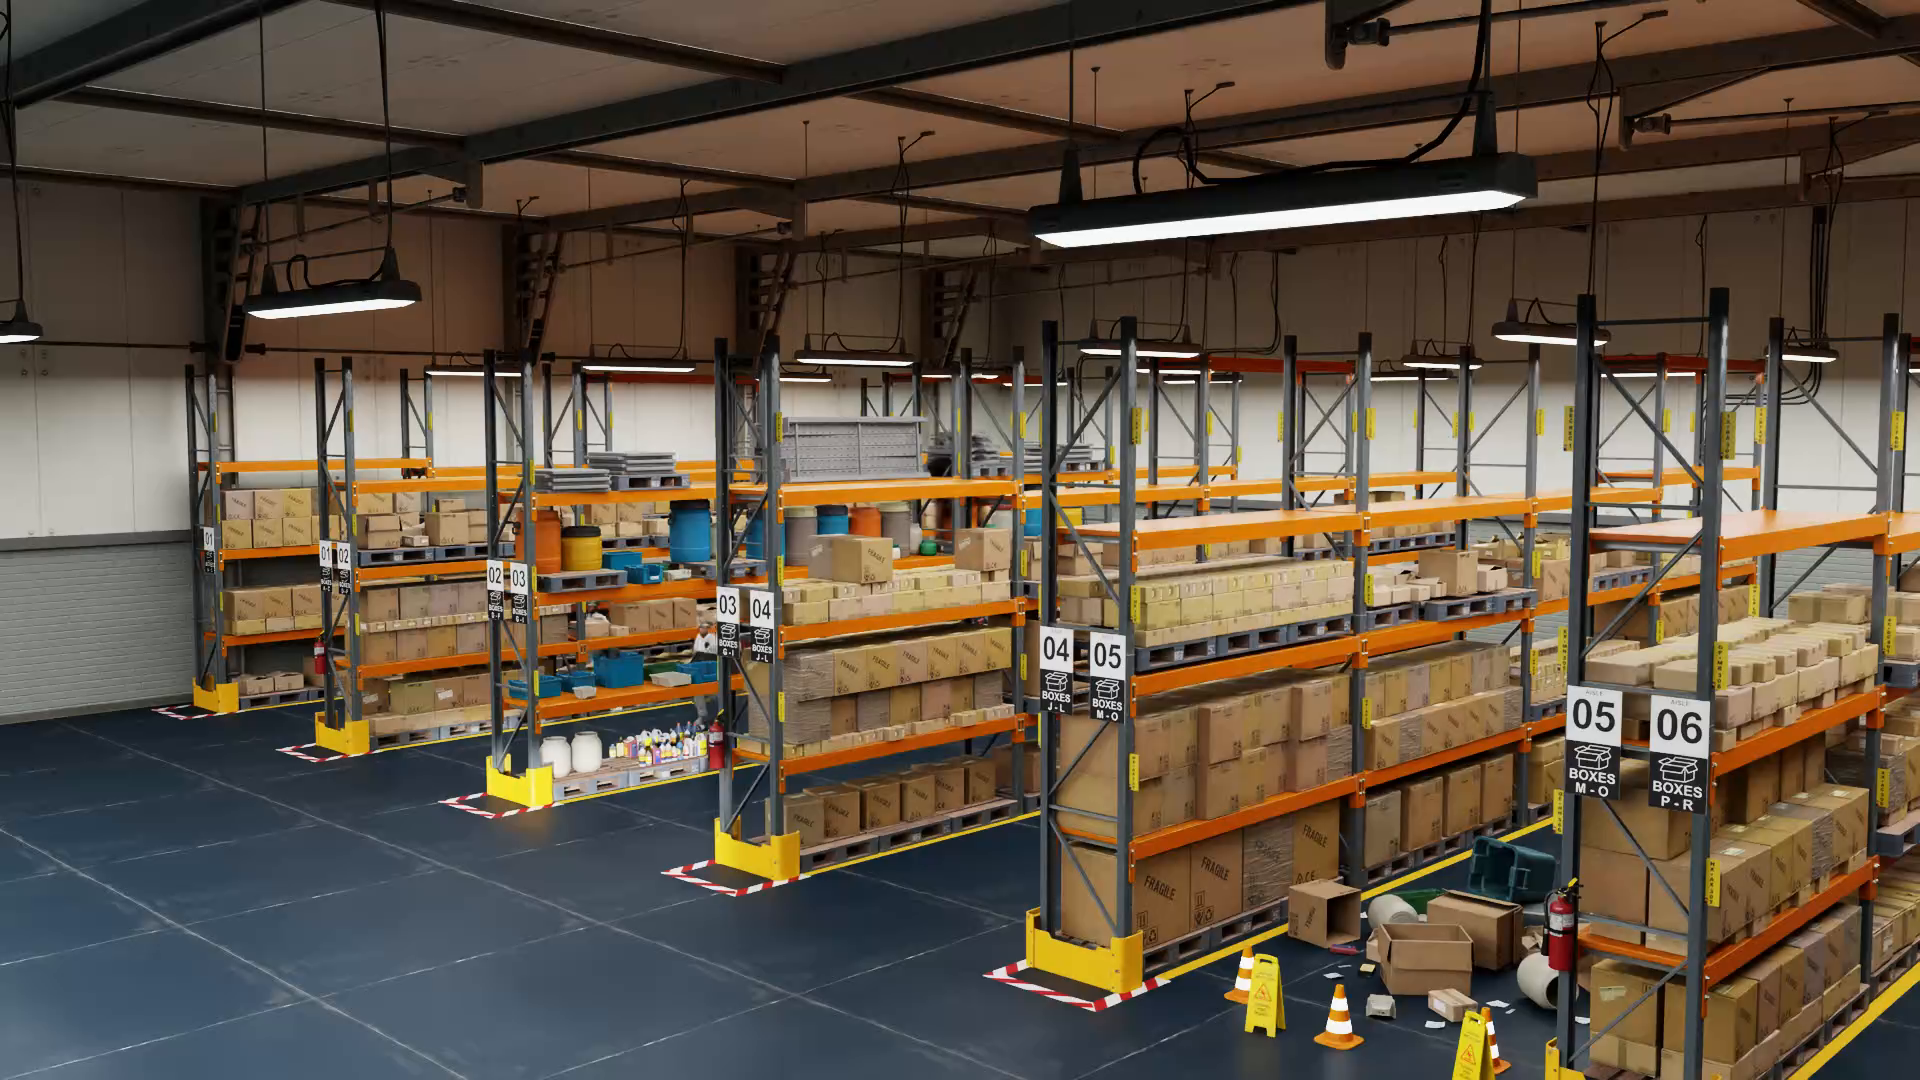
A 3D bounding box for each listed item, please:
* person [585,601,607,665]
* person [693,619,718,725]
[{"bbox_3d":[-6.920,1.940,31.355,0.591,1.668,0.534,3,5,30],"label":"person"},{"bbox_3d":[-4.184,2.177,27.842,0.644,1.764,0.816,3,5,33],"label":"person"}]
